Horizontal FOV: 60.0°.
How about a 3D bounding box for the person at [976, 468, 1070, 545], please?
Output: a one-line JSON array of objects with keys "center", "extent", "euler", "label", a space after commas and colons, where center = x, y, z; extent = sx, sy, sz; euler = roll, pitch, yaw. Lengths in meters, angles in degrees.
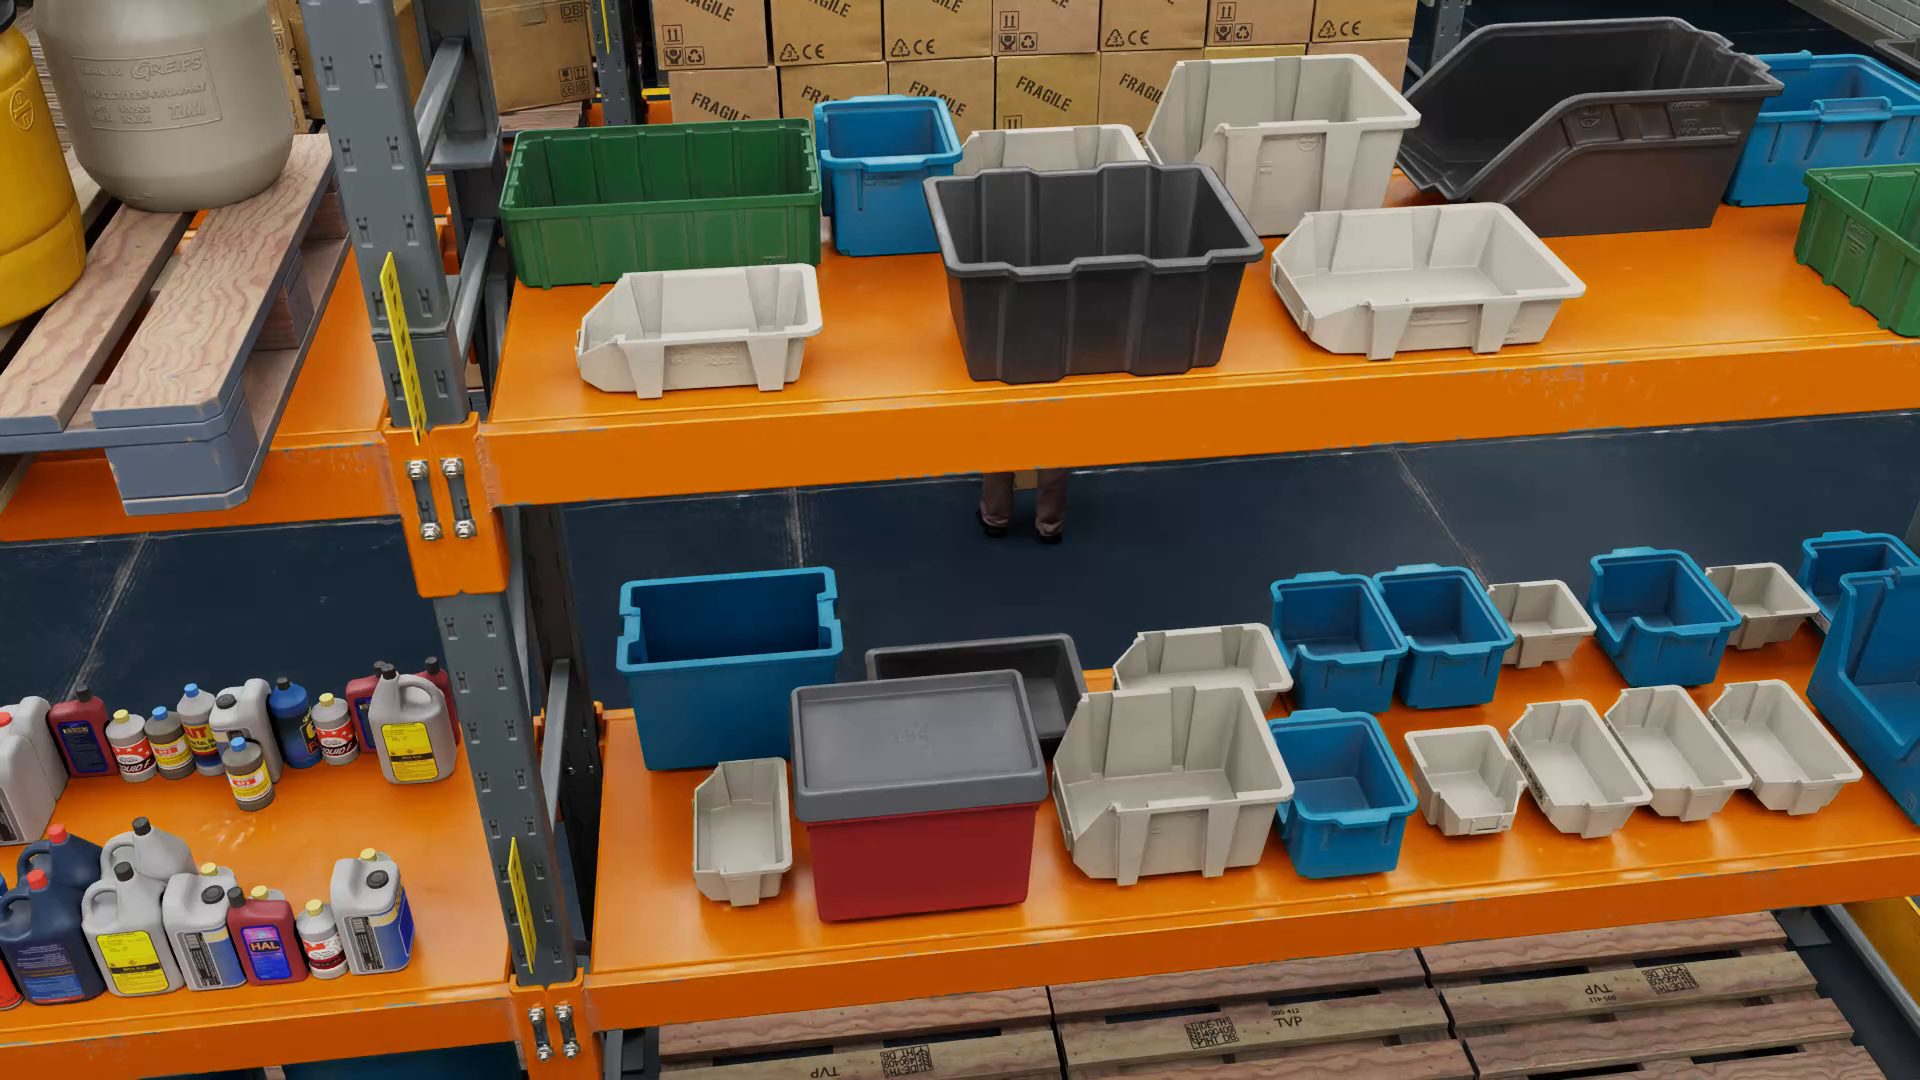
[{"center": [0.326, -0.760, 7.291], "extent": [0.555, 1.745, 0.431], "euler": [-4, 35, -6], "label": "person"}]
